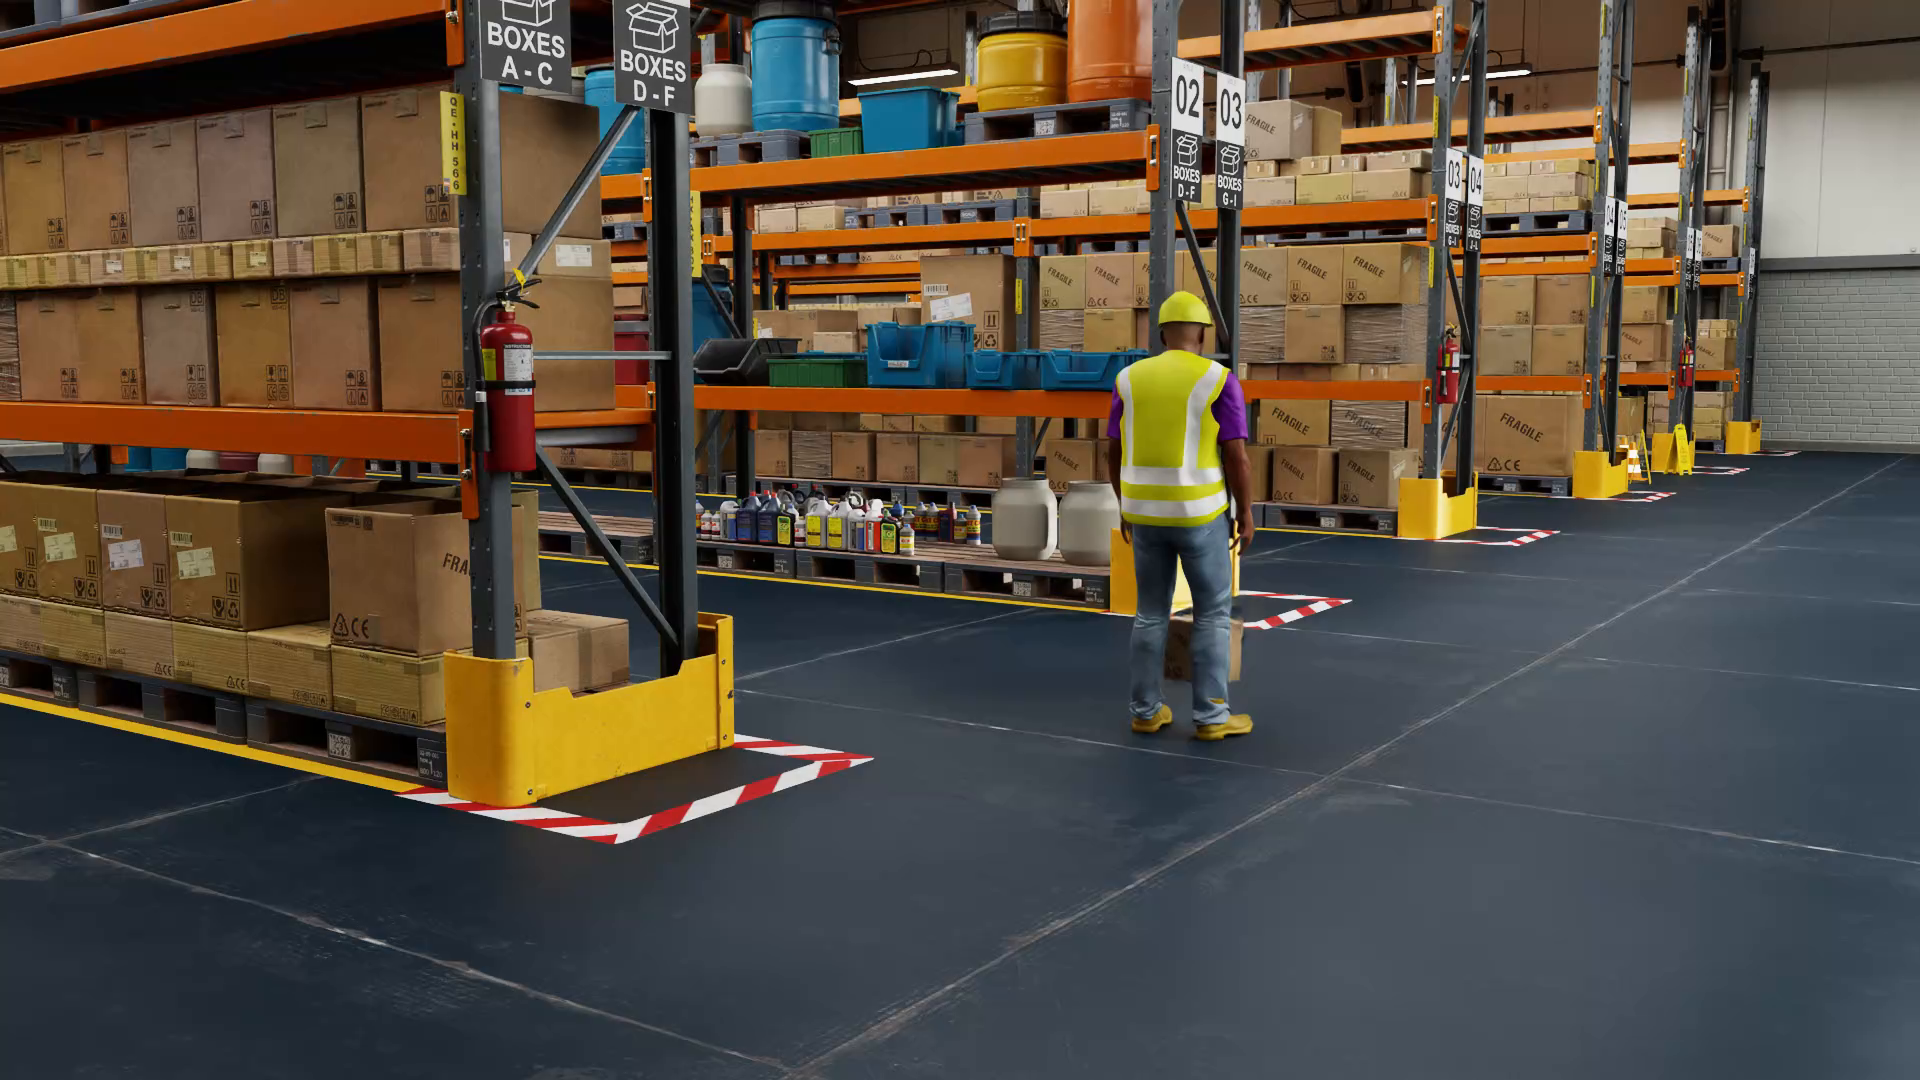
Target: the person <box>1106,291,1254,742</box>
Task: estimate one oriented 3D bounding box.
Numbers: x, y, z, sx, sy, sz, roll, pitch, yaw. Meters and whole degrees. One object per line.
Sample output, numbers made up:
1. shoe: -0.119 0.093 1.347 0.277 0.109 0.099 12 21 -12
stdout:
1. person: 0.875 -0.102 6.625 0.601 1.763 0.443 4 7 32
